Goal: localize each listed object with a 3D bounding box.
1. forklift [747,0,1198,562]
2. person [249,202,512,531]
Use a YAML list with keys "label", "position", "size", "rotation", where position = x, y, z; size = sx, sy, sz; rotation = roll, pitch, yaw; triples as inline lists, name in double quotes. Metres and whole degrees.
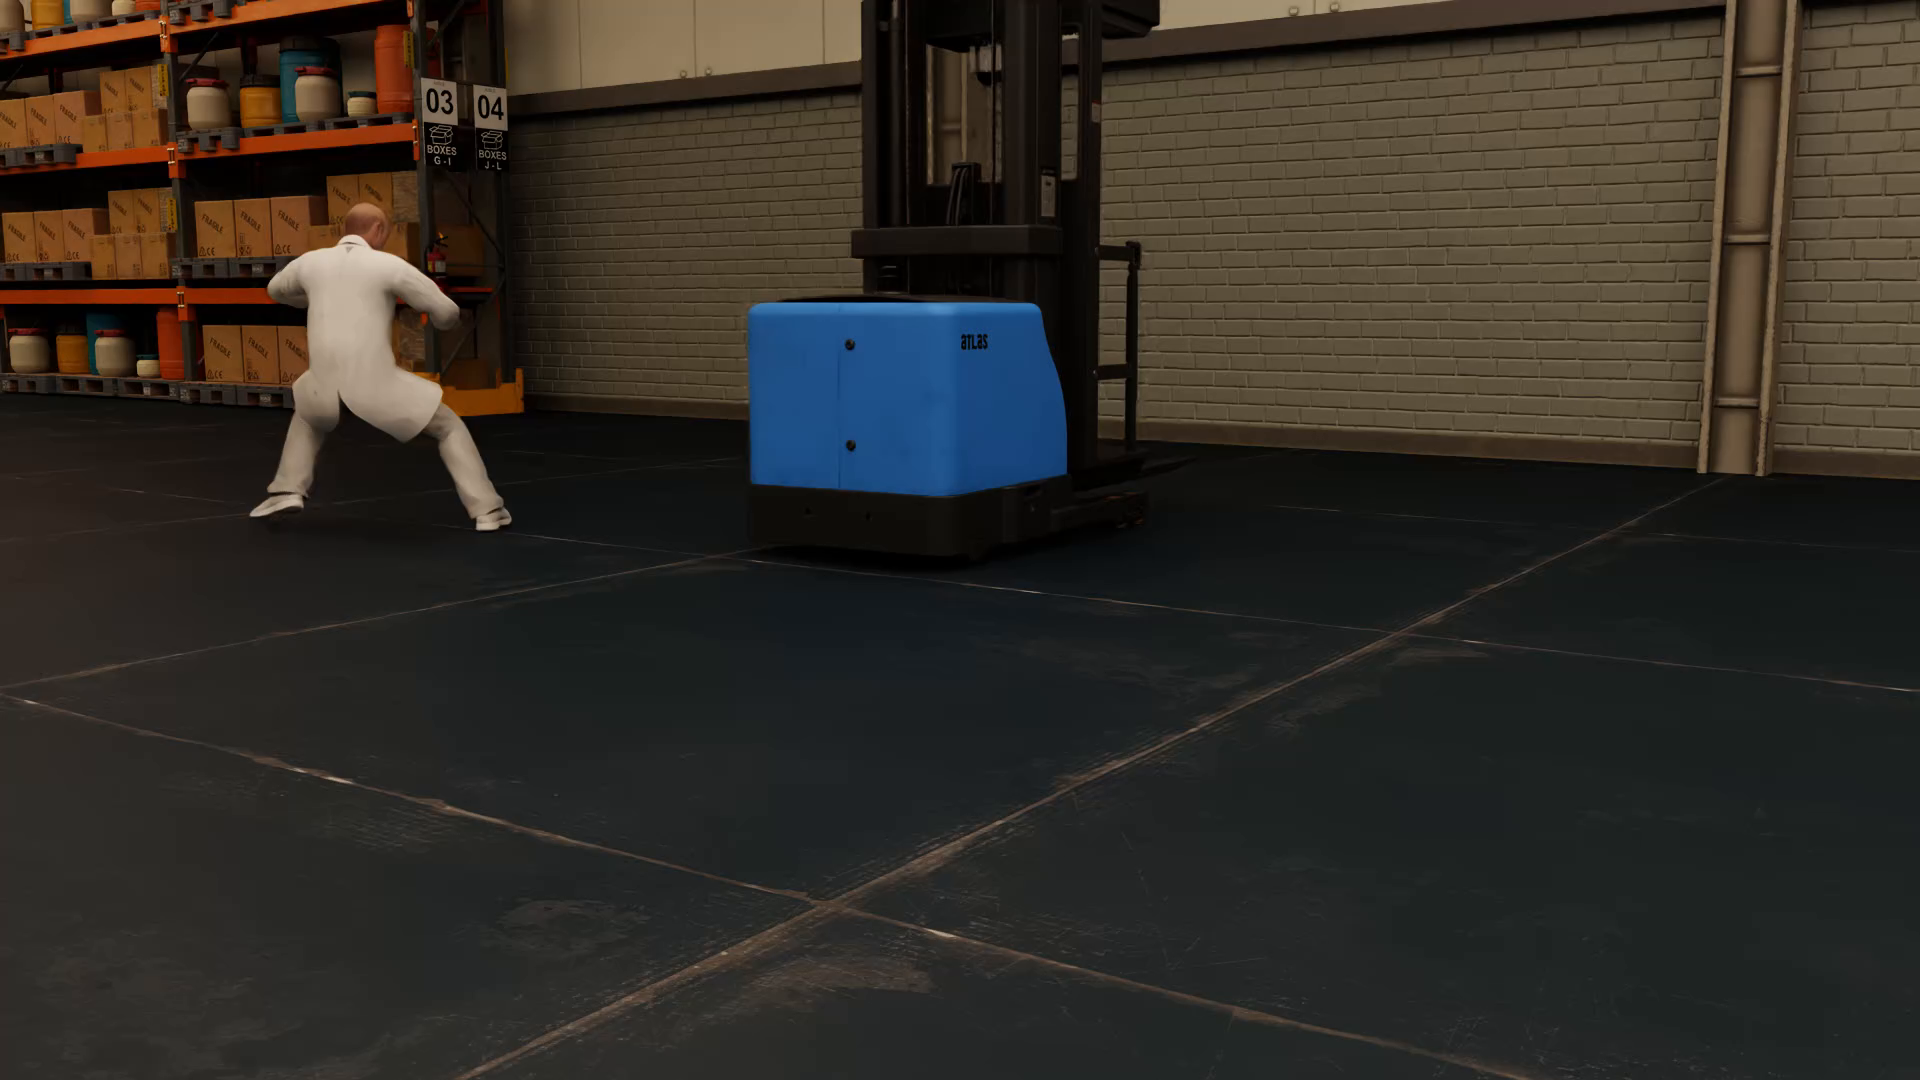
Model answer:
- label: "forklift"
  position: [0.268, -1.529, 7.946]
  size: [1.130, 2.935, 3.031]
  rotation: [5, 9, 30]
- label: "person"
  position: [-2.798, -0.812, 7.890]
  size: [1.217, 1.525, 0.730]
  rotation: [2, 8, 13]
